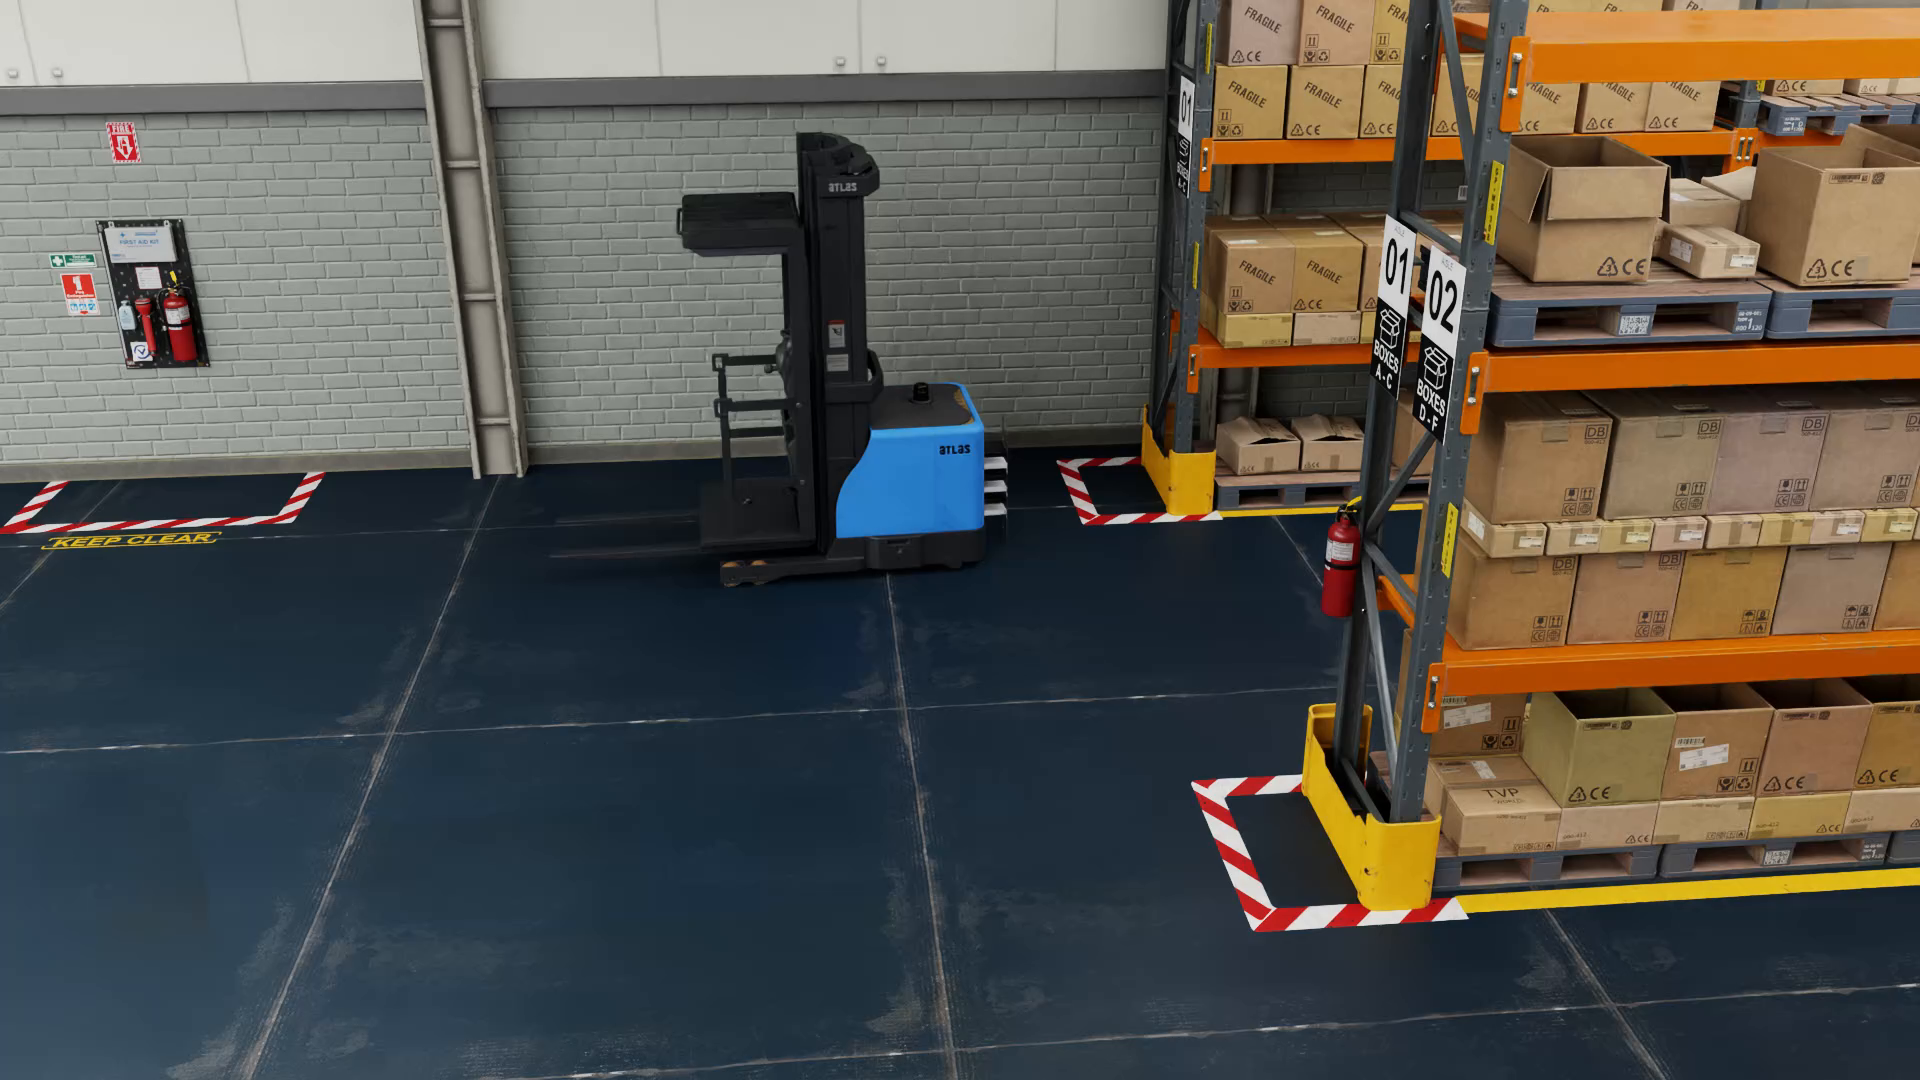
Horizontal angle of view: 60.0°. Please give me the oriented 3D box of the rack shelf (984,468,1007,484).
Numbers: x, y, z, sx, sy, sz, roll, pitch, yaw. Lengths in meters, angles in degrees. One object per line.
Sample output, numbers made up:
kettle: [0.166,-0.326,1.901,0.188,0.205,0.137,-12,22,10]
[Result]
rack shelf: [0.224,-0.477,12.075,0.200,0.077,0.258,-3,24,-8]

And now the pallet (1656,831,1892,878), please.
pallet: [4.094,1.388,8.868,1.213,0.211,1.003,-2,24,-5]

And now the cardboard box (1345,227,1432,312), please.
cardboard box: [3.147,-2.008,12.312,0.500,0.500,0.500,-3,24,-7]

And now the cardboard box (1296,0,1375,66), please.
cardboard box: [2.547,-3.593,11.569,0.500,0.500,0.500,-3,24,-6]

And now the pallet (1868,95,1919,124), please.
pallet: [7.272,-3.263,12.435,1.003,0.211,1.213,-2,24,-5]

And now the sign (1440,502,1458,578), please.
sign: [2.174,0.001,7.391,0.005,0.325,0.100,-2,24,-5]

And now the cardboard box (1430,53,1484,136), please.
cardboard box: [3.578,-3.191,11.895,0.500,0.500,0.500,-1,24,-2]

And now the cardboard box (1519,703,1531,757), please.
cardboard box: [3.127,1.107,8.934,0.500,0.250,0.500,-2,24,-5]

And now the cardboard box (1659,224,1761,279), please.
cardboard box: [3.314,-1.279,7.361,0.250,0.149,0.380,-2,24,-5]

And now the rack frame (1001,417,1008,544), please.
rack frame: [0.324,-0.431,12.112,0.006,0.900,0.240,-3,24,-8]

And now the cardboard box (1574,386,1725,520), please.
cardboard box: [3.167,-0.469,7.892,0.500,0.500,0.700,-3,24,-7]

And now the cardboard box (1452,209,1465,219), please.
cardboard box: [4.116,-2.266,12.891,0.500,0.500,0.500,-2,24,-4]

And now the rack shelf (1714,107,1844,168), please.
rack shelf: [7.606,-3.075,12.668,4.000,0.370,1.077,-2,24,-5]

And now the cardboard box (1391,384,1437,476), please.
cardboard box: [3.635,-0.876,13.063,0.500,0.500,0.700,-4,24,-8]

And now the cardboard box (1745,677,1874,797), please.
cardboard box: [4.174,0.940,8.387,0.500,0.500,0.500,-2,24,-5]

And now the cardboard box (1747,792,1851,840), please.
cardboard box: [4.174,1.282,8.540,0.500,0.250,0.500,-2,24,-5]

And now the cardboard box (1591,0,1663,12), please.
cardboard box: [4.597,-3.680,11.764,0.500,0.500,0.500,-1,24,-2]

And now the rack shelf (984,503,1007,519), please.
rack shelf: [0.224,-0.230,12.184,0.200,0.077,0.258,-3,24,-8]

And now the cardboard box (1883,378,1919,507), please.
cardboard box: [4.664,-0.529,8.027,0.500,0.500,0.700,-2,24,-5]

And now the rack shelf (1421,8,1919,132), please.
rack shelf: [4.116,-2.101,7.277,4.000,0.370,1.077,-2,24,-5]

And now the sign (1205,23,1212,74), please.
sign: [1.689,-3.345,11.312,0.005,0.325,0.100,-2,24,-5]

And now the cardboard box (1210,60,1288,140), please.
cardboard box: [1.993,-3.132,11.762,0.500,0.500,0.500,-2,24,-4]

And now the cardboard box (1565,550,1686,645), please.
cardboard box: [3.114,0.126,8.150,0.500,0.500,0.700,-2,24,-4]

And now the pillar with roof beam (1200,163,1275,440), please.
pillar with roof beam: [2.670,-3.173,8.309,0.400,9.000,9.100,-2,24,-5]

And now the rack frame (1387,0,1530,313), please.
rack frame: [2.126,-2.533,6.870,0.127,3.000,1.000,-2,24,-5]

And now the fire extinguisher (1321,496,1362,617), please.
fire extinguisher: [1.962,0.061,8.516,0.183,0.674,0.296,-2,24,-5]

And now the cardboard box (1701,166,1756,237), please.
cardboard box: [3.799,-1.552,7.776,0.500,0.311,0.500,0,24,1]

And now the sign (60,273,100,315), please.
sign: [-6.748,-1.884,12.753,0.234,0.329,0.001,-2,24,-5]

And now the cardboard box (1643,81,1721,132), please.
cardboard box: [5.135,-3.259,12.048,0.500,0.500,0.500,-2,24,-4]

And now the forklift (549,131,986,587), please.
forklift: [-1.378,-1.247,11.446,3.031,2.935,1.130,-3,24,-8]

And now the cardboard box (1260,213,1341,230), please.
cardboard box: [2.585,-2.198,12.739,0.500,0.500,0.500,-2,24,-4]

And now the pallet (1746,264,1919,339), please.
pallet: [4.049,-1.190,7.649,1.213,0.211,1.003,-2,24,-5]

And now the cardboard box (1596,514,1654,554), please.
cardboard box: [3.048,-0.083,7.823,0.250,0.149,0.380,-2,24,-5]

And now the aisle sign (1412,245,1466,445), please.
aisle sign: [2.090,-0.853,7.276,0.004,0.787,0.394,-2,24,-5]

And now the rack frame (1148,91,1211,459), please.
rack frame: [1.635,-1.794,12.593,0.127,3.000,1.000,-2,24,-5]

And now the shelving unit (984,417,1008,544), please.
shelving unit: [0.224,-0.425,12.098,0.210,0.900,0.258,-3,24,-8]

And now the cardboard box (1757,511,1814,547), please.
cardboard box: [3.819,-0.115,7.893,0.250,0.149,0.380,-3,24,-6]

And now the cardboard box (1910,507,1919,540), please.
cardboard box: [4.593,-0.146,7.963,0.250,0.149,0.380,-2,24,-4]

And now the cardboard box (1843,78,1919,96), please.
cardboard box: [6.781,-3.489,12.307,0.500,0.311,0.500,-2,24,-3]

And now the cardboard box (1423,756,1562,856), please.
cardboard box: [2.681,1.341,8.407,0.500,0.250,0.500,-2,24,-5]

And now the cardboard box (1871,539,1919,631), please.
cardboard box: [4.642,0.065,8.287,0.500,0.500,0.700,-2,24,-4]

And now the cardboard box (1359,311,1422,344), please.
cardboard box: [3.175,-1.670,12.474,0.500,0.250,0.500,-3,24,-6]
